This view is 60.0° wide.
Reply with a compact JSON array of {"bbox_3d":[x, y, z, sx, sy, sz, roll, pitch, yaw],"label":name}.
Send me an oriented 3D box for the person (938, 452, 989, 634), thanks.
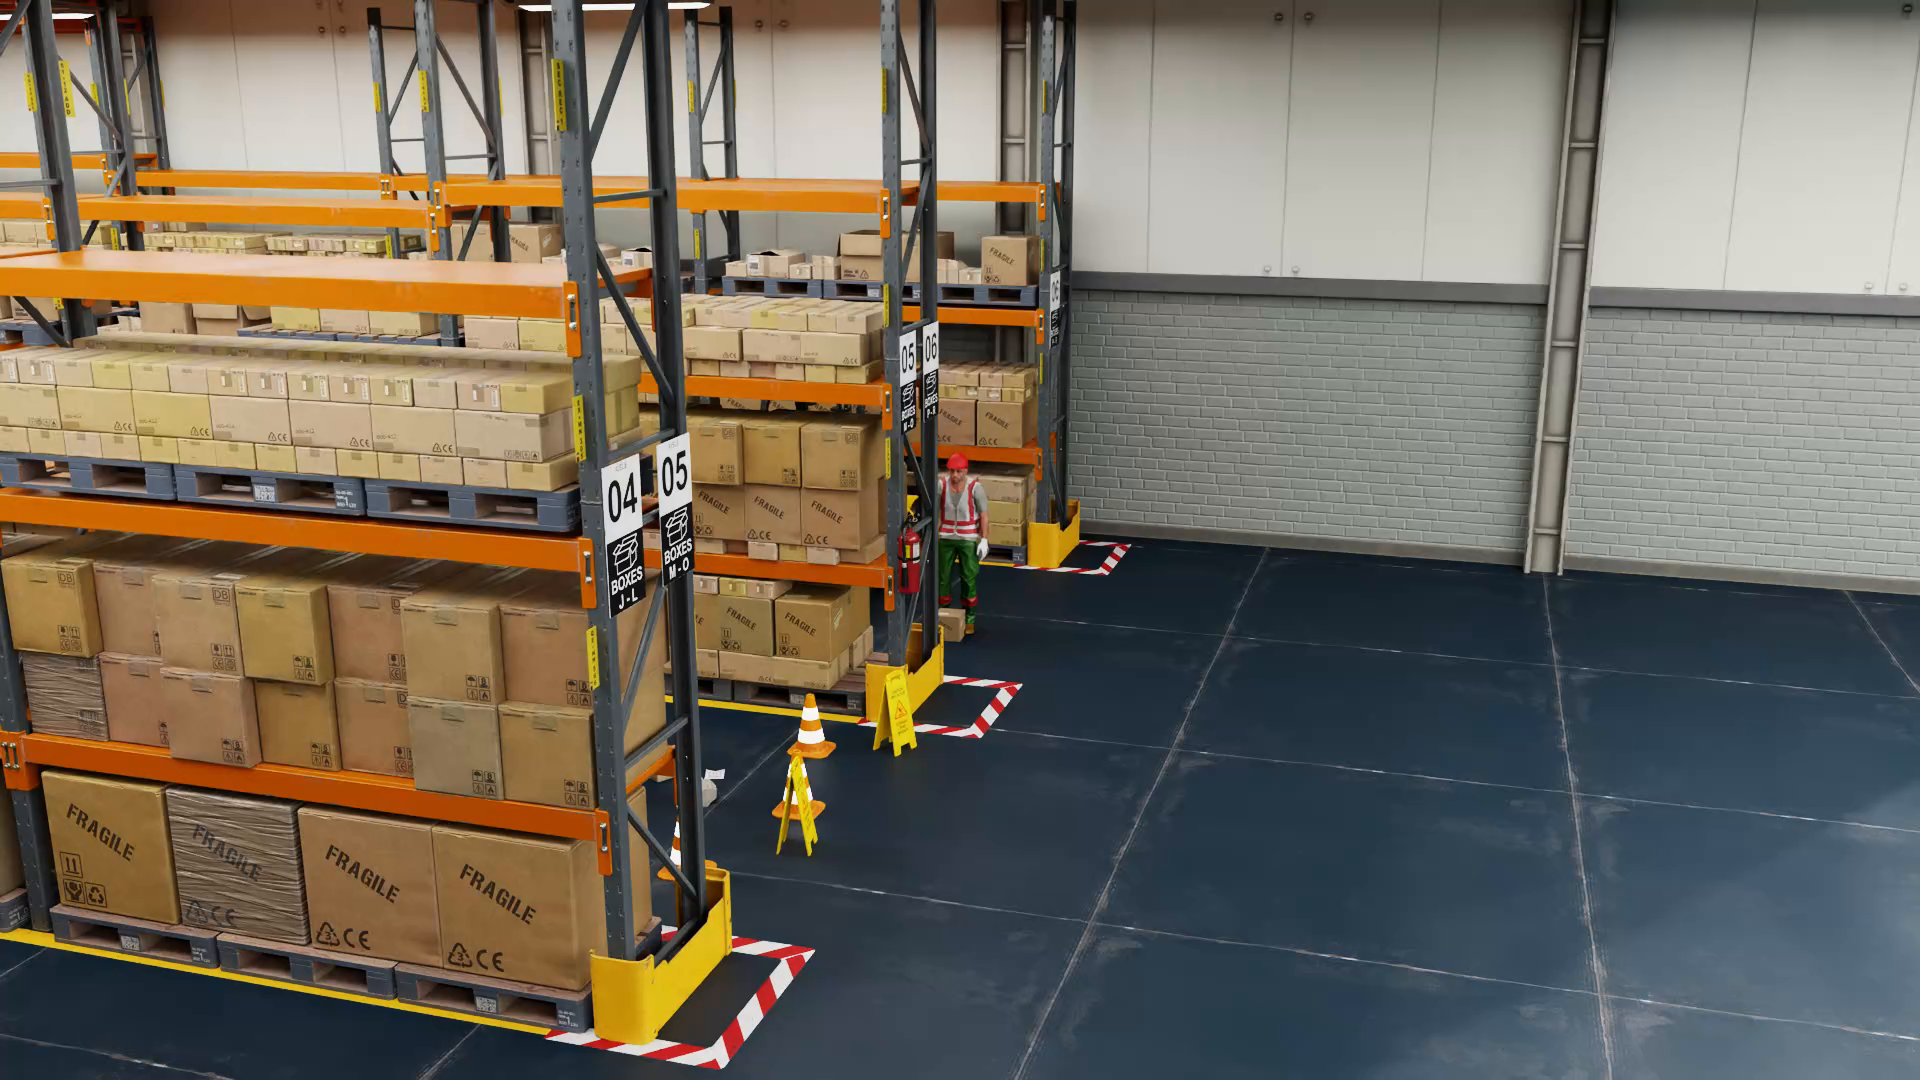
[{"bbox_3d":[-0.025,0.020,15.910,0.621,1.779,0.453,4,15,15],"label":"person"}]
